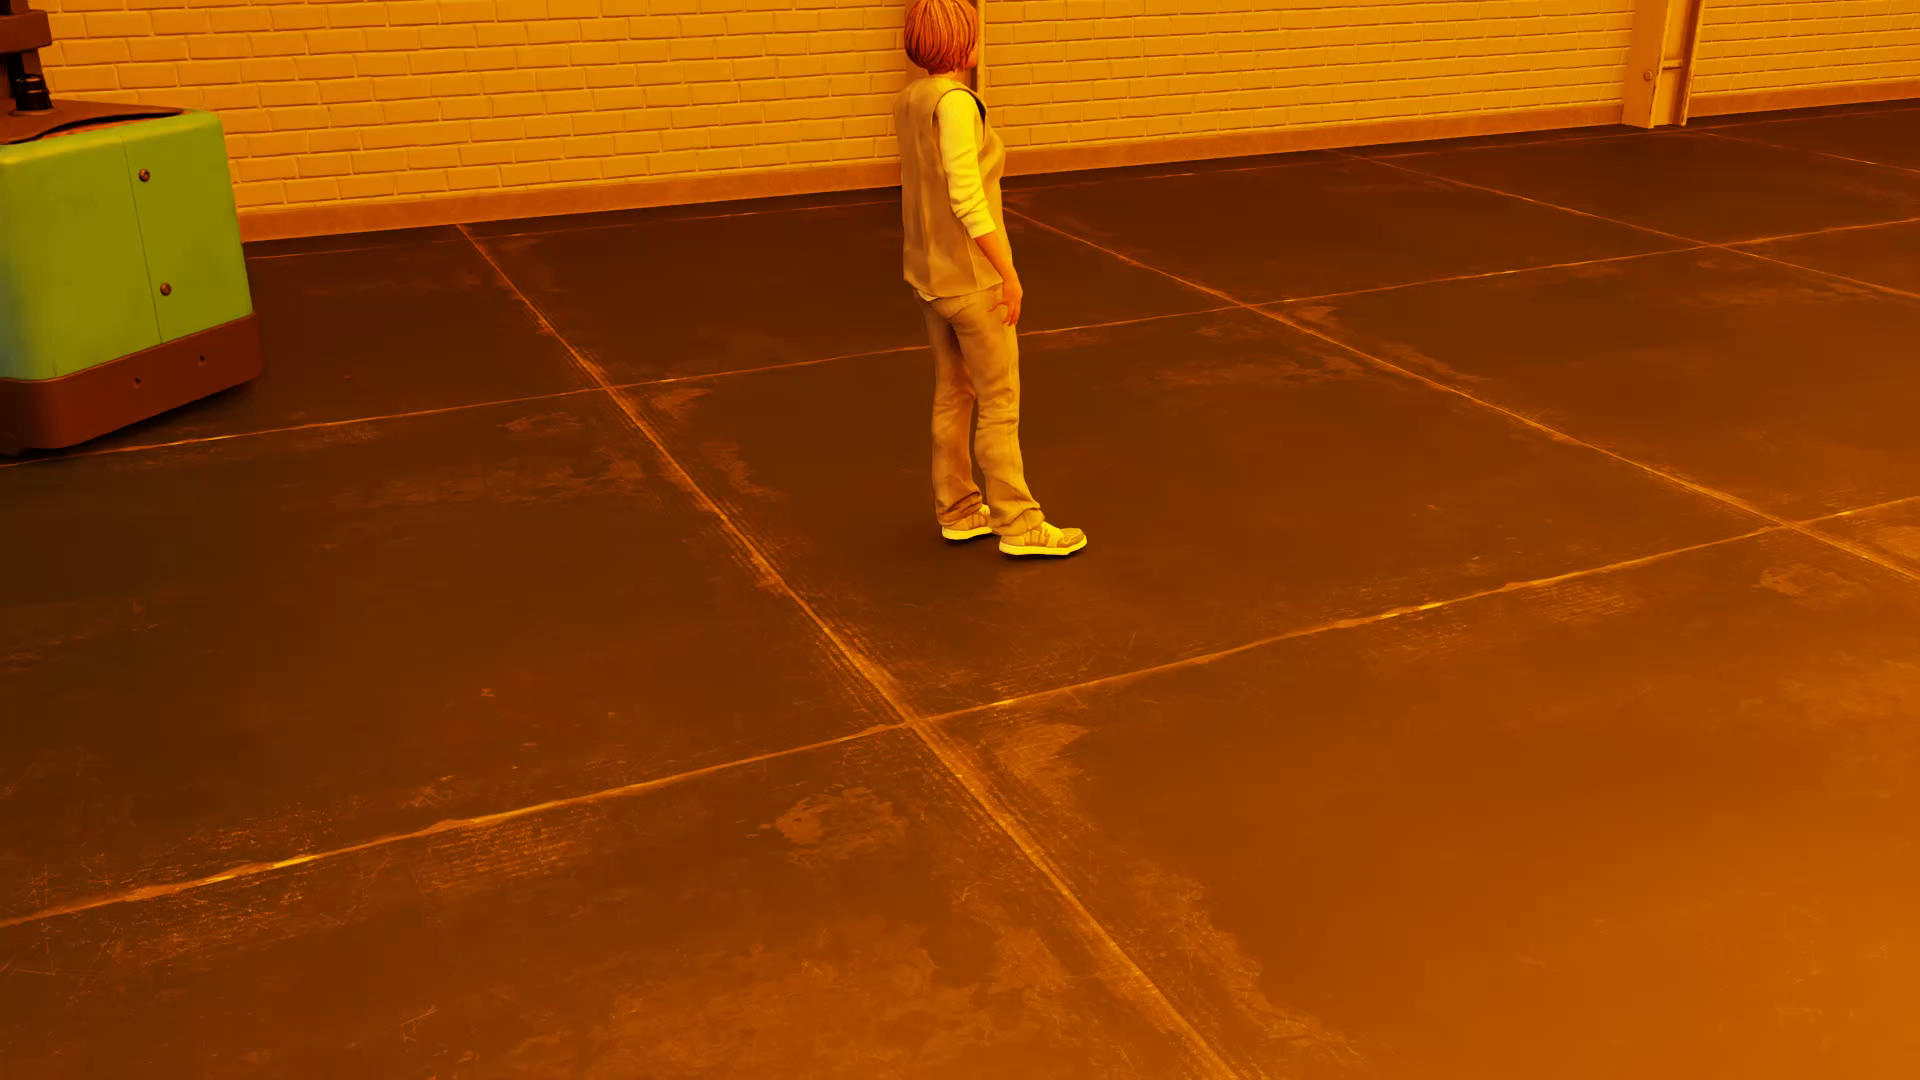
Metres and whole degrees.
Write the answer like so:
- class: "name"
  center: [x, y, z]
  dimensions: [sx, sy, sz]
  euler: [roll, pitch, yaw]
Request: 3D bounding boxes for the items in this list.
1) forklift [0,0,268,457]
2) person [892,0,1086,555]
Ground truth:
- class: "forklift"
  center: [-4.273, -1.985, 6.064]
  dimensions: [3.031, 2.935, 1.130]
  euler: [9, 24, 20]
- class: "person"
  center: [0.074, -0.752, 4.815]
  dimensions: [0.473, 1.599, 0.520]
  euler: [-10, 25, -23]
